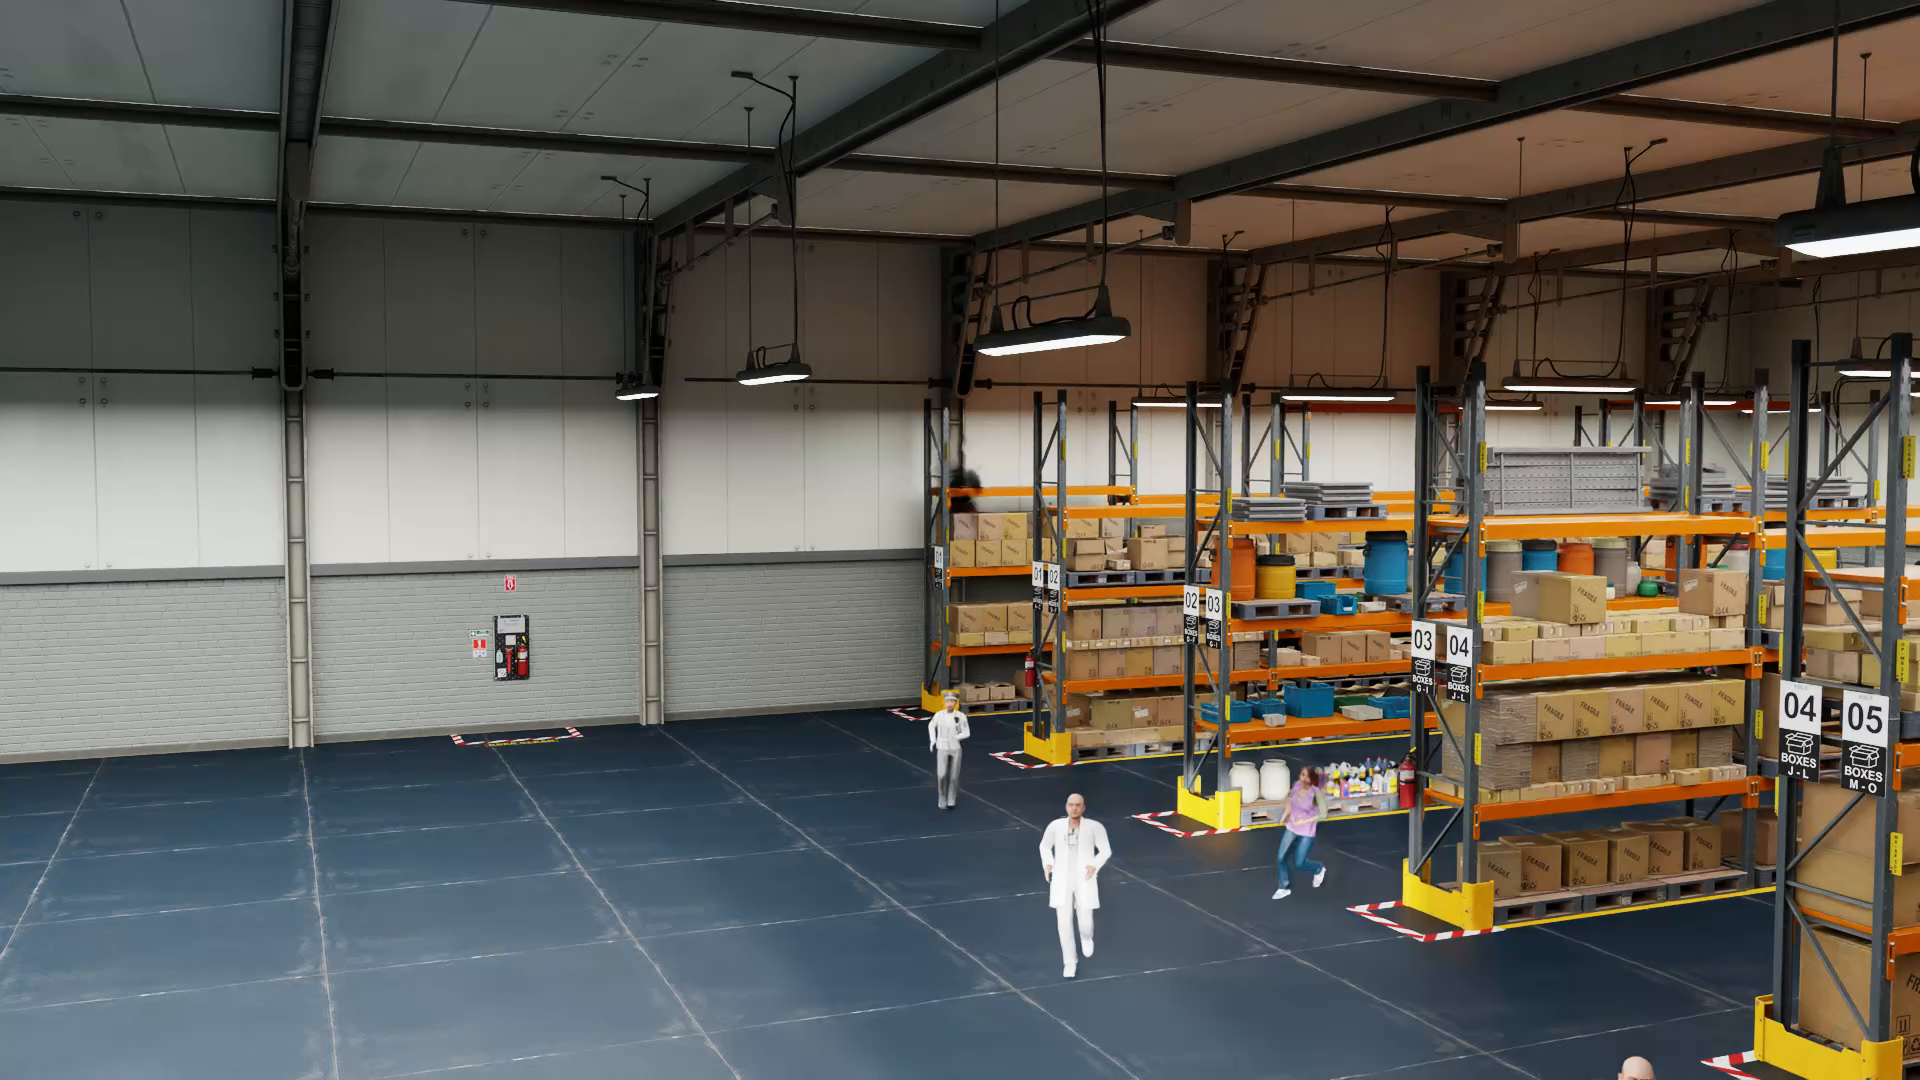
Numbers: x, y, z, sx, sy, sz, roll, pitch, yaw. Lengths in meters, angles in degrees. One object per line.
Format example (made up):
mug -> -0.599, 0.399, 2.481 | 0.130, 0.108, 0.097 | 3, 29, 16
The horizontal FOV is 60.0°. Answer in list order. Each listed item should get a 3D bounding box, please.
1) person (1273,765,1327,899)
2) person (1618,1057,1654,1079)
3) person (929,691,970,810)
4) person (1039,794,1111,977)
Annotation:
person -> 3.915, 3.309, 18.854 | 0.621, 1.543, 0.562 | -3, 4, -41
person -> 3.874, 3.761, 9.484 | 0.743, 1.740, 0.755 | 1, 4, 18
person -> -0.154, 2.950, 23.271 | 0.591, 1.665, 0.634 | 0, 3, 1
person -> 1.114, 3.379, 16.262 | 0.713, 1.647, 0.753 | 1, 3, 10
